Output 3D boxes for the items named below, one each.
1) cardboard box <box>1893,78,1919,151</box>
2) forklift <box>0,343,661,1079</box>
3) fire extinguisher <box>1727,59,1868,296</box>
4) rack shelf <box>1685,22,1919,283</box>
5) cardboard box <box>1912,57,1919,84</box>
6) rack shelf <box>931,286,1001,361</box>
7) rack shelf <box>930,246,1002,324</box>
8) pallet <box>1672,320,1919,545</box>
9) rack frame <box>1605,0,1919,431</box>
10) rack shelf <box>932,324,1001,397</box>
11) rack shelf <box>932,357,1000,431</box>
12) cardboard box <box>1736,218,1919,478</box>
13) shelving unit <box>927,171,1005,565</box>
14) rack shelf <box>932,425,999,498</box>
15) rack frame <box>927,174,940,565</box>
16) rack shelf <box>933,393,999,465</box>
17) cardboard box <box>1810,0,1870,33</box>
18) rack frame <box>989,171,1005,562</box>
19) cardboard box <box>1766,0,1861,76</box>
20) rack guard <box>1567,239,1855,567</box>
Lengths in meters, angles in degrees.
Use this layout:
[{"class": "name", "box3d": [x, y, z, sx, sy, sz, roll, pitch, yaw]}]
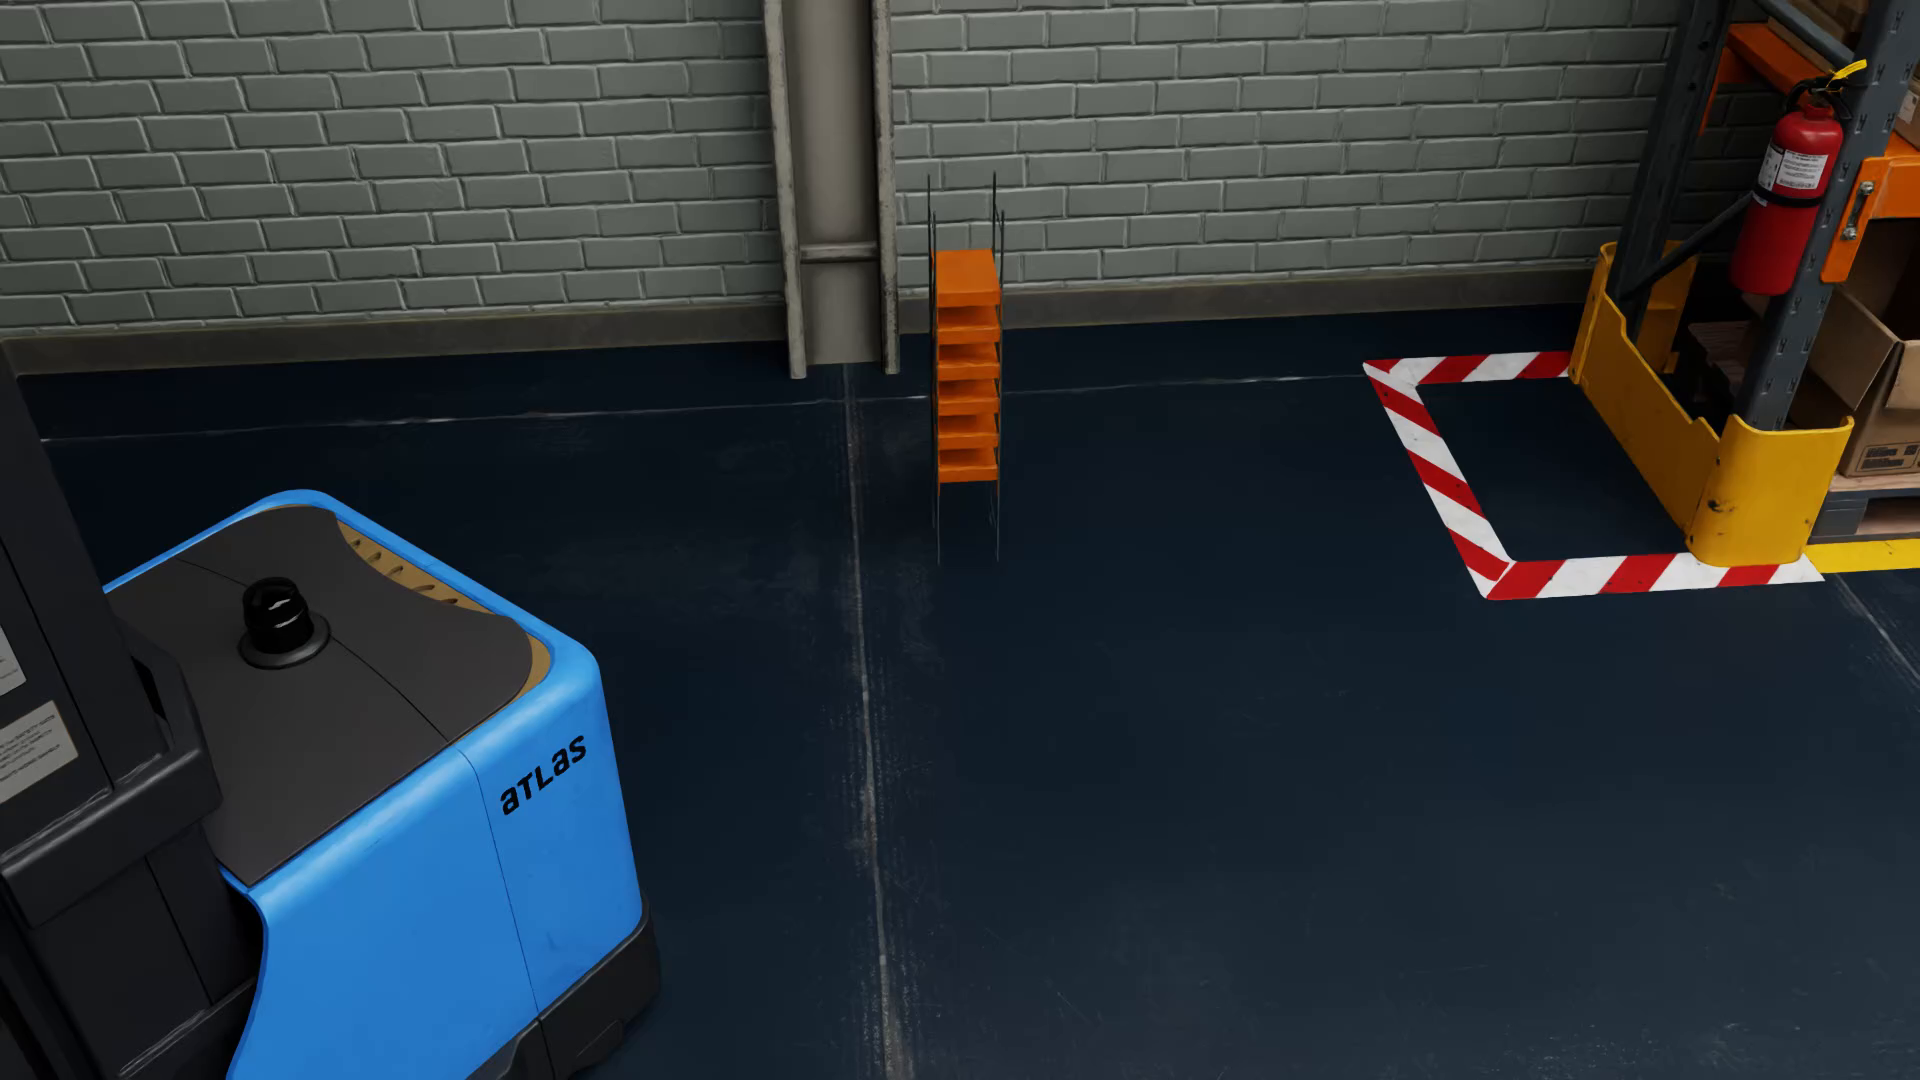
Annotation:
[{"class": "cardboard box", "box3d": [2.689, -1.206, 4.559, 0.250, 0.149, 0.380, -3, 38, -4]}, {"class": "forklift", "box3d": [-1.983, 0.461, 2.299, 1.130, 2.935, 3.031, 25, 45, 28]}, {"class": "fire extinguisher", "box3d": [2.232, -0.986, 4.441, 0.183, 0.674, 0.296, -3, 38, -4]}, {"class": "rack shelf", "box3d": [4.330, -1.283, 5.035, 4.000, 0.370, 1.077, -3, 38, -4]}, {"class": "cardboard box", "box3d": [2.813, -1.372, 4.448, 0.500, 0.250, 0.500, -3, 38, -4]}, {"class": "rack shelf", "box3d": [0.014, -0.625, 4.758, 0.180, 0.103, 0.258, -3, 38, -4]}, {"class": "rack shelf", "box3d": [0.014, -0.720, 4.684, 0.180, 0.103, 0.258, -3, 38, -4]}, {"class": "pallet", "box3d": [3.207, -0.409, 5.599, 1.213, 0.211, 1.003, -3, 38, -4]}, {"class": "rack frame", "box3d": [2.338, -1.456, 4.673, 0.127, 3.000, 1.000, -3, 38, -4]}, {"class": "rack shelf", "box3d": [0.014, -0.531, 4.833, 0.180, 0.103, 0.258, -3, 38, -4]}, {"class": "rack shelf", "box3d": [0.014, -0.437, 4.907, 0.180, 0.103, 0.258, -3, 38, -4]}, {"class": "cardboard box", "box3d": [2.955, -0.616, 5.285, 0.637, 0.503, 0.797, -5, 39, -6]}, {"class": "shelving unit", "box3d": [0.014, -0.472, 4.879, 0.189, 1.200, 0.258, -3, 38, -4]}, {"class": "rack shelf", "box3d": [0.014, -0.249, 5.056, 0.180, 0.103, 0.258, -3, 38, -4]}, {"class": "rack frame", "box3d": [-0.077, -0.467, 4.873, 0.006, 1.200, 0.240, -3, 38, -4]}, {"class": "rack shelf", "box3d": [0.014, -0.343, 4.981, 0.180, 0.103, 0.258, -3, 38, -4]}, {"class": "cardboard box", "box3d": [2.772, -1.702, 4.867, 0.500, 0.250, 0.500, -2, 38, -3]}, {"class": "rack frame", "box3d": [0.106, -0.477, 4.886, 0.006, 1.200, 0.240, -3, 38, -4]}, {"class": "cardboard box", "box3d": [2.644, -1.541, 4.984, 0.250, 0.149, 0.380, -4, 38, -4]}, {"class": "rack guard", "box3d": [2.413, -0.478, 5.453, 0.348, 0.500, 1.175, -3, 38, -4]}]
